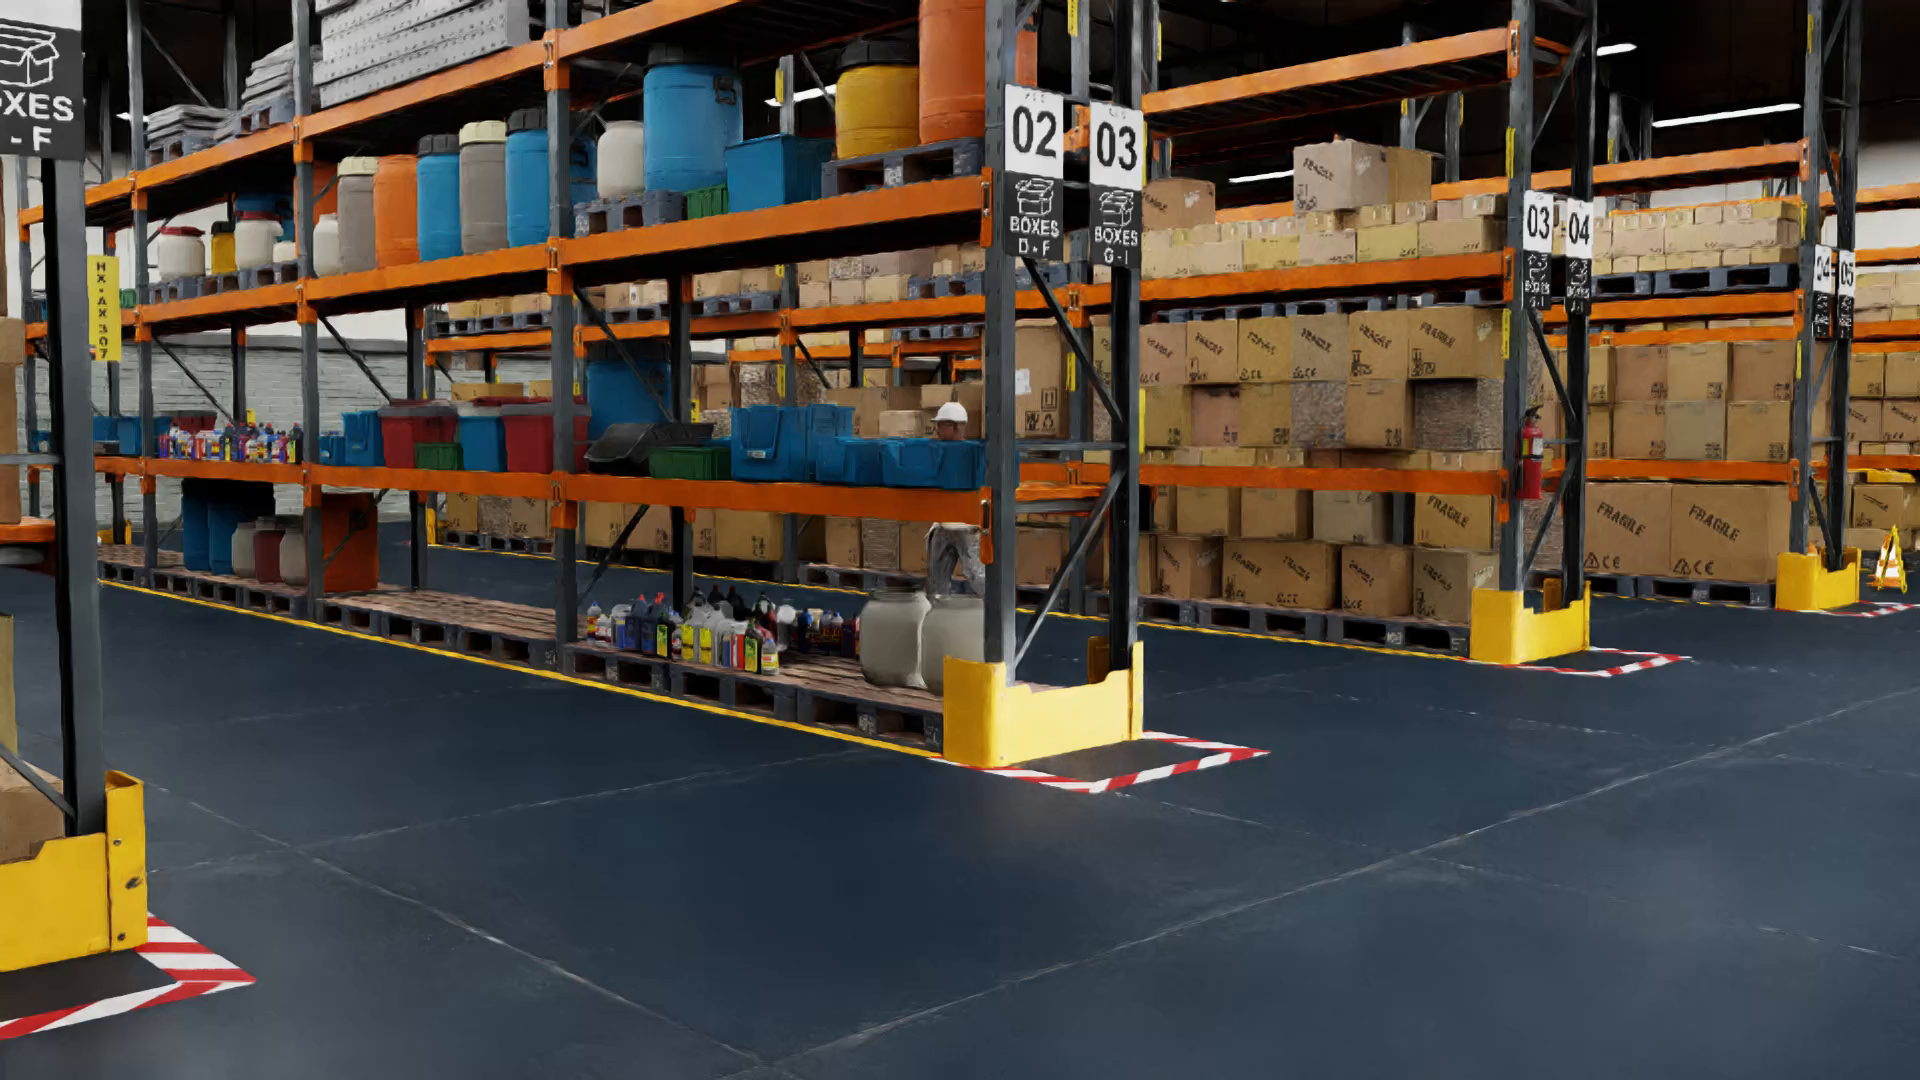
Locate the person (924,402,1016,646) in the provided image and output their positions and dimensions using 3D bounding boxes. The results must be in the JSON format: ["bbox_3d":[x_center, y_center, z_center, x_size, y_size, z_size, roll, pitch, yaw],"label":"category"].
[{"bbox_3d":[0.016,-0.067,11.561,0.568,1.779,0.660,-2,5,-32],"label":"person"}]
